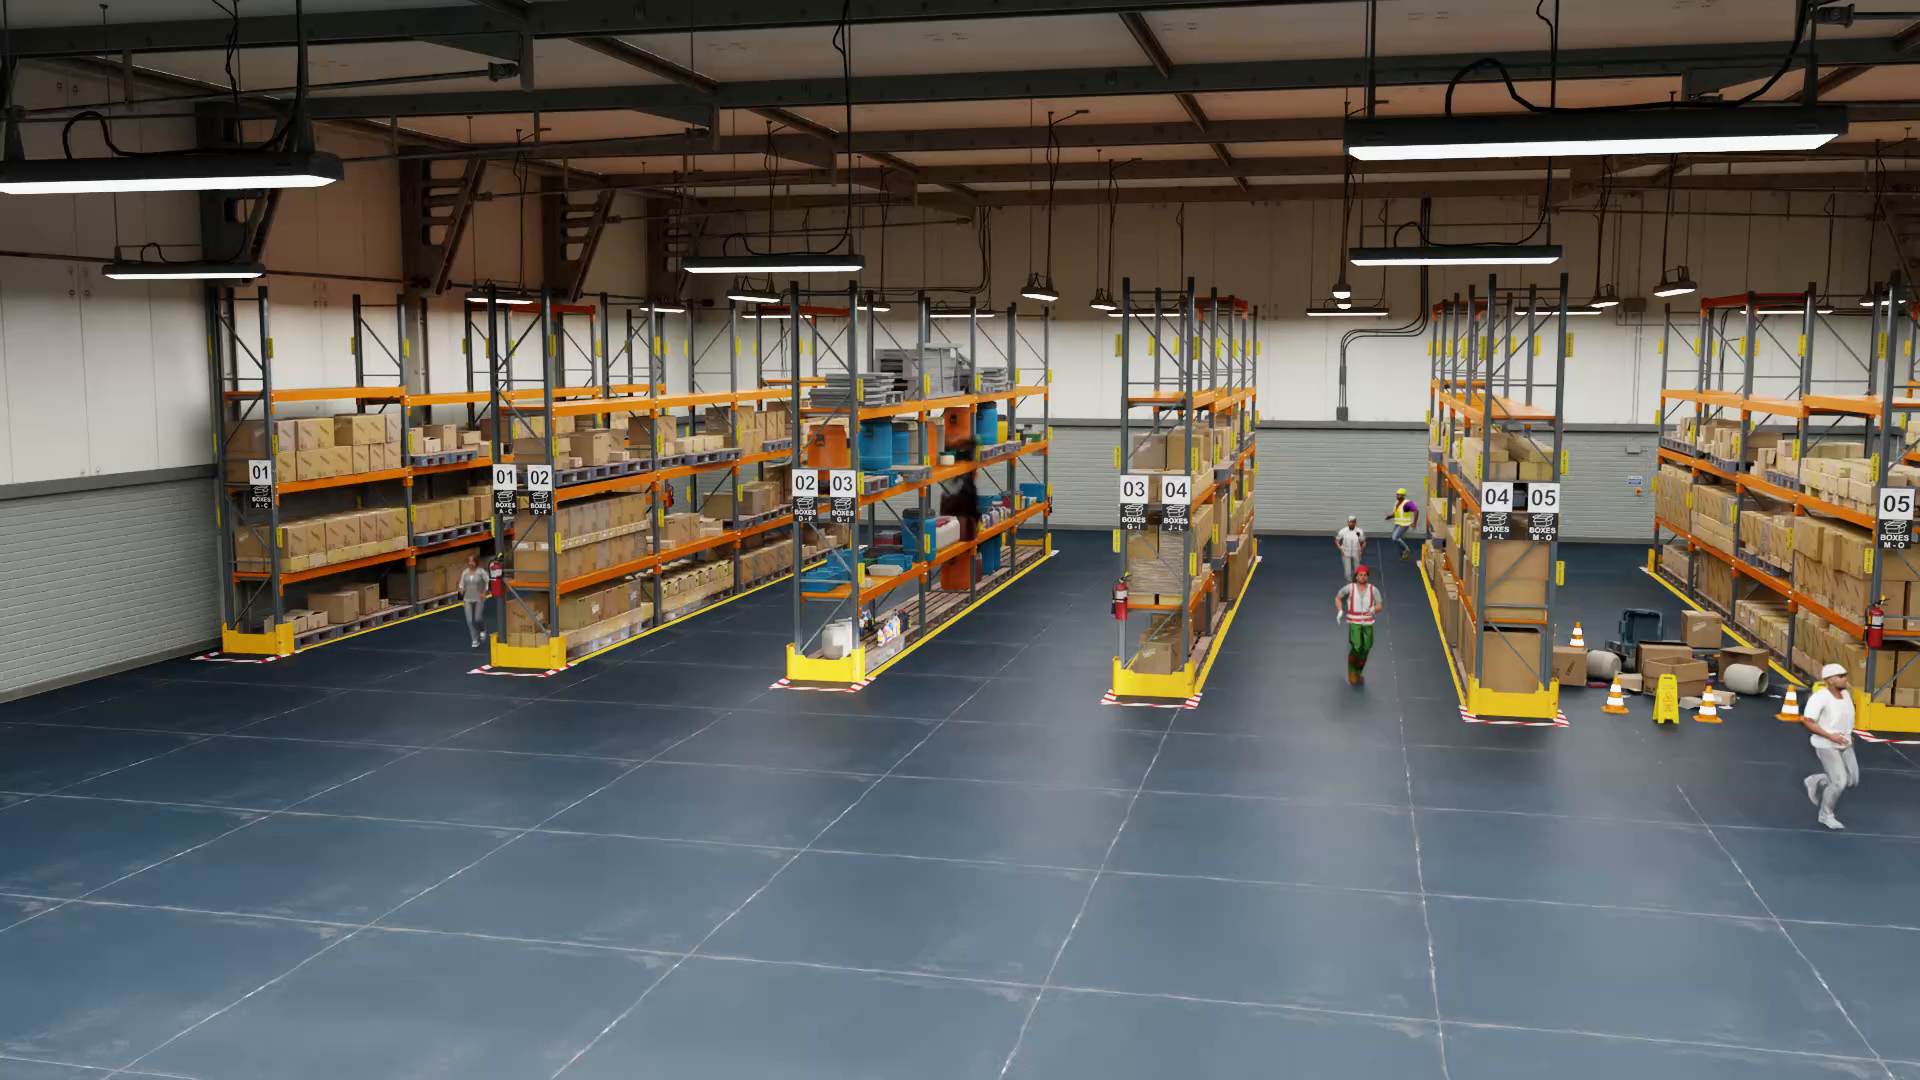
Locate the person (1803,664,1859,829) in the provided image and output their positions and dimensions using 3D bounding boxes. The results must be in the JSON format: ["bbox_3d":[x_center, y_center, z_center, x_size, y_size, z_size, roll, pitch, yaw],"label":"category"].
[{"bbox_3d":[9.162,2.150,17.517,0.736,1.727,0.613,-4,8,-29],"label":"person"}]

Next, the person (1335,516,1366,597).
[{"bbox_3d":[7.921,0.320,33.759,0.614,1.638,0.578,1,7,7],"label":"person"}]

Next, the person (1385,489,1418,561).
[{"bbox_3d":[10.394,-0.353,39.195,0.650,1.720,0.734,-2,7,-17],"label":"person"}]

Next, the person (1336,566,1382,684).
[{"bbox_3d":[5.972,1.266,24.813,0.650,1.769,0.691,0,7,0],"label":"person"}]

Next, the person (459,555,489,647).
[{"bbox_3d":[-8.160,1.027,27.906,0.529,1.554,0.549,0,7,-1],"label":"person"}]
